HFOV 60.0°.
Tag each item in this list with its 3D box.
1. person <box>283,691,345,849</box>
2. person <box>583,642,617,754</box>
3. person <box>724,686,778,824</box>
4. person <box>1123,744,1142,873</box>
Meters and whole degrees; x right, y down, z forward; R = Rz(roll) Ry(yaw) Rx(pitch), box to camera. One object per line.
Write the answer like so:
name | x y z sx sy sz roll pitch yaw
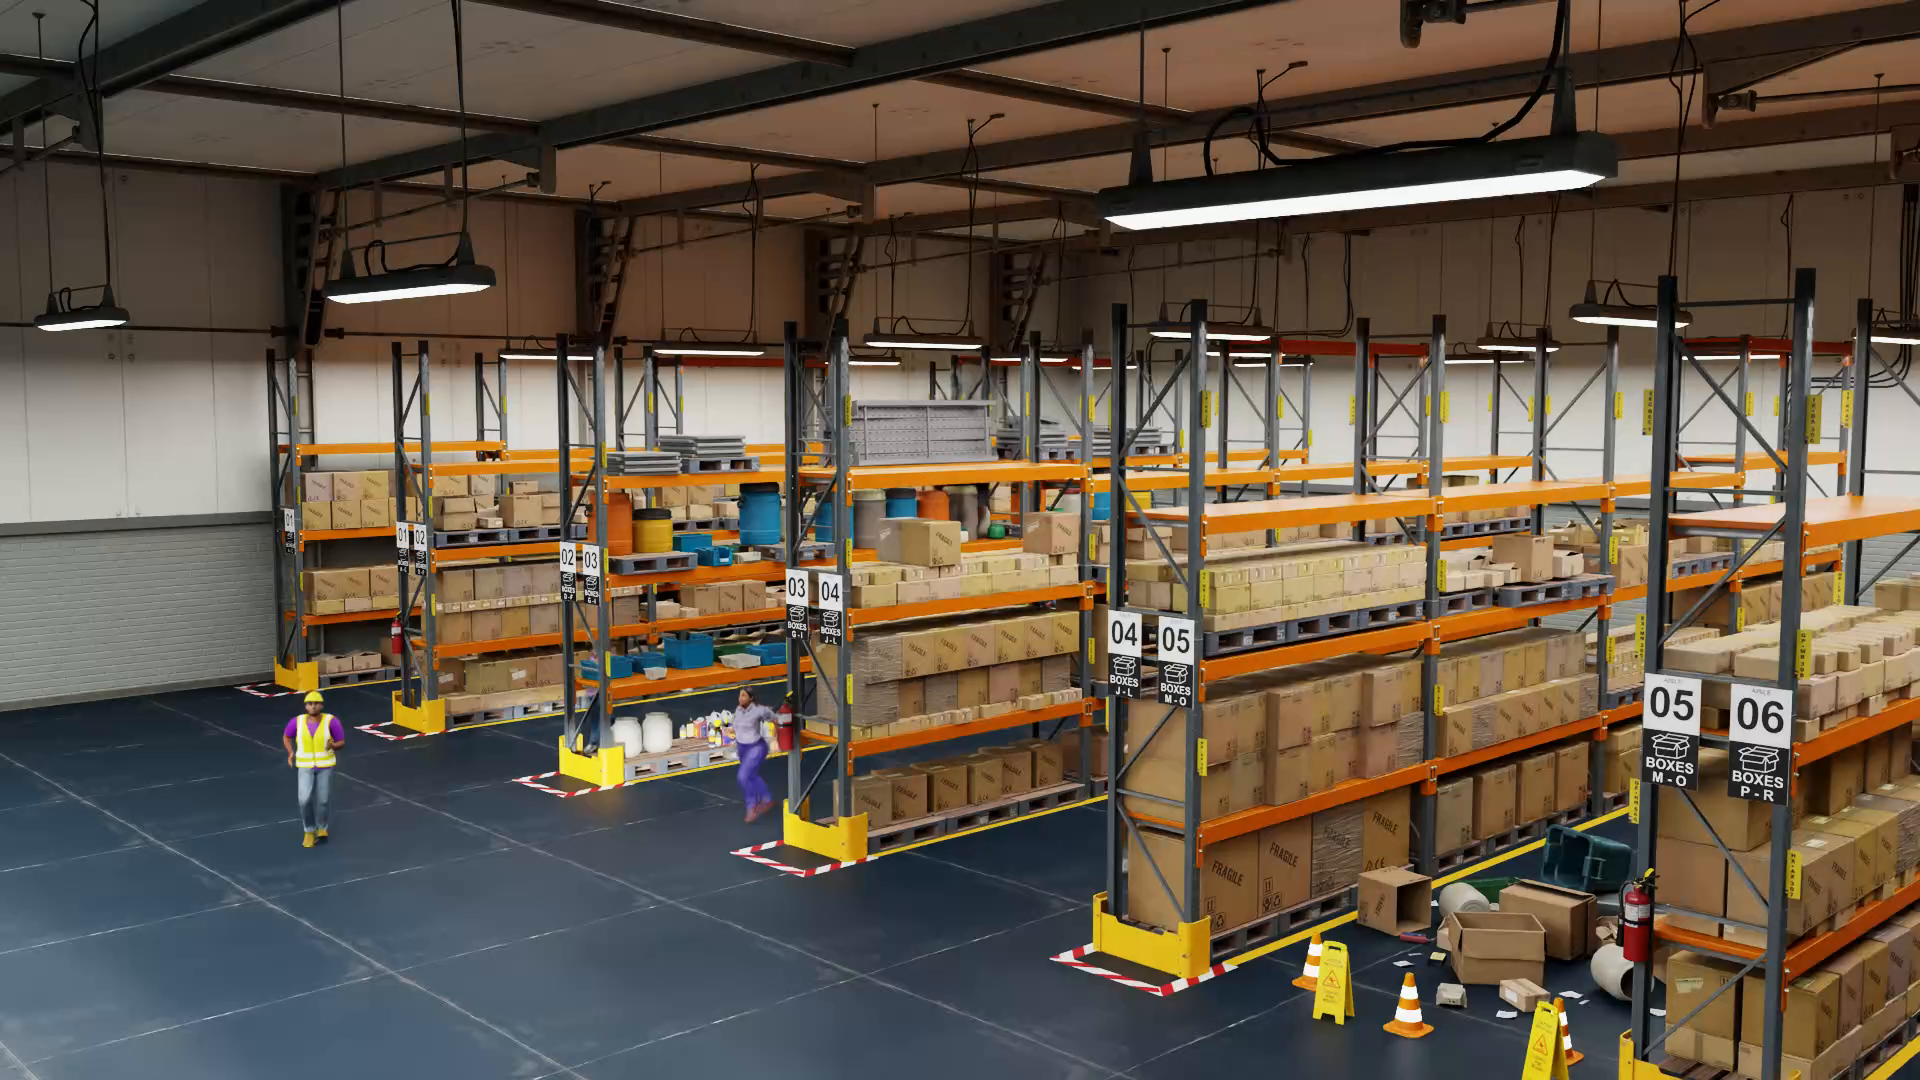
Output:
person | -7.413 2.641 19.111 0.675 1.804 0.689 -2 5 -20
person | -5.258 2.324 24.357 0.538 1.502 0.812 3 6 30
person | -2.534 2.609 20.361 0.619 1.666 0.784 5 7 42
person | 1.877 2.778 17.941 0.537 1.659 0.670 2 5 26
